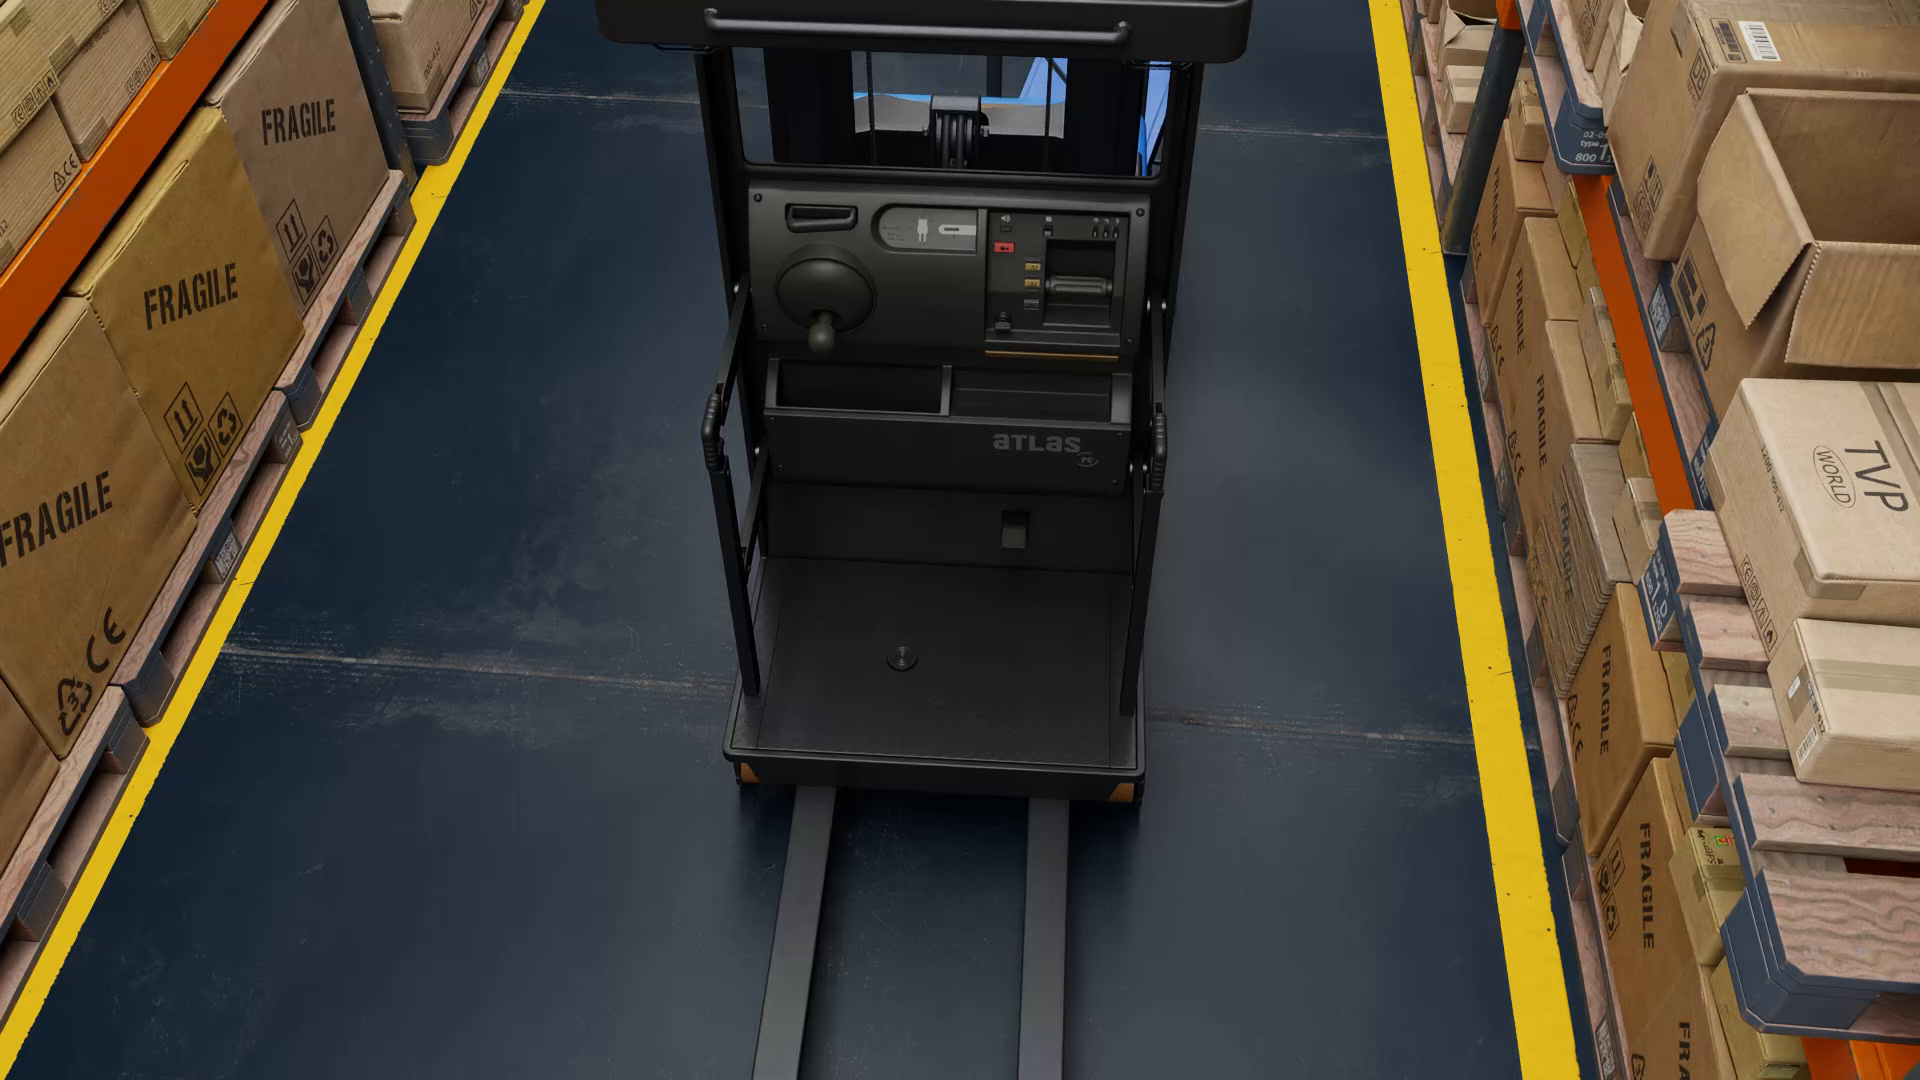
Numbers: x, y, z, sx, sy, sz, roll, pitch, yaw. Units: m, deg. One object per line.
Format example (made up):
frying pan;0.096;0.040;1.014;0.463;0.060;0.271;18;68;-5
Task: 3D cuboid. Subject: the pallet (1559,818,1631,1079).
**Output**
pallet;2.051;1.248;3.965;1.003;0.211;1.213;4;48;4

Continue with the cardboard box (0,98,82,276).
cardboard box;-2.579;-0.896;4.139;0.500;0.250;0.500;4;48;4

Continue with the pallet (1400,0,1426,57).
pallet;2.482;-2.548;7.438;1.003;0.211;1.213;4;48;4

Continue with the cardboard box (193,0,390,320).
cardboard box;-2.611;-1.381;5.635;0.875;0.875;0.875;5;48;5

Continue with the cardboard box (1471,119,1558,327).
cardboard box;2.041;-1.044;5.581;0.500;0.500;0.500;6;48;5

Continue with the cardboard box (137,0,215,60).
cardboard box;-2.471;-1.646;4.824;0.500;0.250;0.500;3;48;3

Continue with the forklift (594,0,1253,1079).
forklift;-0.040;-0.525;3.744;1.130;2.935;3.031;3;48;2

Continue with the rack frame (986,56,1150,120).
rack frame;0.329;-1.211;5.341;0.500;1.500;0.032;11;48;9

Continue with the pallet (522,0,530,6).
pallet;-2.378;-2.928;7.785;1.003;0.211;1.213;4;48;4

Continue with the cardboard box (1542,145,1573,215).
cardboard box;2.064;-1.149;5.237;0.380;0.149;0.250;3;48;2

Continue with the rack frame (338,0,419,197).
rack frame;-2.634;-2.417;5.428;1.000;3.000;0.127;4;48;4

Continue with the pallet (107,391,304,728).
pallet;-2.738;-0.005;5.111;1.003;0.211;1.213;4;48;4

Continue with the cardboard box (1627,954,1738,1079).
cardboard box;1.769;1.230;3.502;0.500;0.500;0.500;5;48;5

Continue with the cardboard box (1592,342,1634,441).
cardboard box;1.955;-0.394;4.547;0.380;0.149;0.250;5;48;5

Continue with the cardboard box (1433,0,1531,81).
cardboard box;2.100;-1.996;6.611;0.396;0.266;0.258;5;48;5

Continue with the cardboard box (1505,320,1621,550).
cardboard box;1.953;-0.285;4.888;0.500;0.500;0.500;3;48;2

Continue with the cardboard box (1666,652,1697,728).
cardboard box;1.869;0.372;3.847;0.380;0.149;0.250;5;48;5

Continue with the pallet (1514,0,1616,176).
pallet;2.128;-1.441;4.666;1.003;0.211;1.213;4;48;4

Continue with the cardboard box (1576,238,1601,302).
cardboard box;2.040;-0.757;4.879;0.380;0.149;0.250;3;48;3

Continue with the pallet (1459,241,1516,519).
pallet;2.273;-0.545;5.605;1.003;0.211;1.213;4;48;4

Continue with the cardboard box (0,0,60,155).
cardboard box;-2.541;-1.068;3.957;0.500;0.250;0.500;5;48;4

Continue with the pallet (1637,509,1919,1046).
pallet;1.937;0.415;2.967;1.213;0.211;1.003;4;48;4

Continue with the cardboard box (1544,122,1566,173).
cardboard box;2.036;-1.263;5.141;0.380;0.149;0.250;2;48;2

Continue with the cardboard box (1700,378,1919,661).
cardboard box;1.719;-0.035;3.066;0.500;0.250;0.500;2;48;2

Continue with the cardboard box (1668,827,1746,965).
cardboard box;1.732;0.754;3.498;0.380;0.149;0.250;2;48;2

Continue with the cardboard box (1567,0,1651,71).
cardboard box;1.995;-1.540;4.274;0.700;0.500;0.500;4;48;4

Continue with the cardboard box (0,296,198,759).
cardboard box;-2.767;-0.059;4.427;0.875;0.875;0.875;4;48;4

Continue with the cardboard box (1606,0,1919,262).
cardboard box;1.924;-0.964;3.746;0.700;0.500;0.500;4;48;3

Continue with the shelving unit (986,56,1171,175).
shelving unit;0.453;-1.575;5.674;0.538;1.500;1.048;11;48;9

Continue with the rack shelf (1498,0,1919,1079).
rack shelf;2.127;-0.373;4.046;1.077;0.370;4.000;4;48;4

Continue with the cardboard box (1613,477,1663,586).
cardboard box;1.887;-0.016;4.202;0.380;0.149;0.250;2;48;2

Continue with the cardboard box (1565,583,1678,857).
cardboard box;1.871;0.478;4.189;0.500;0.500;0.500;6;48;5
